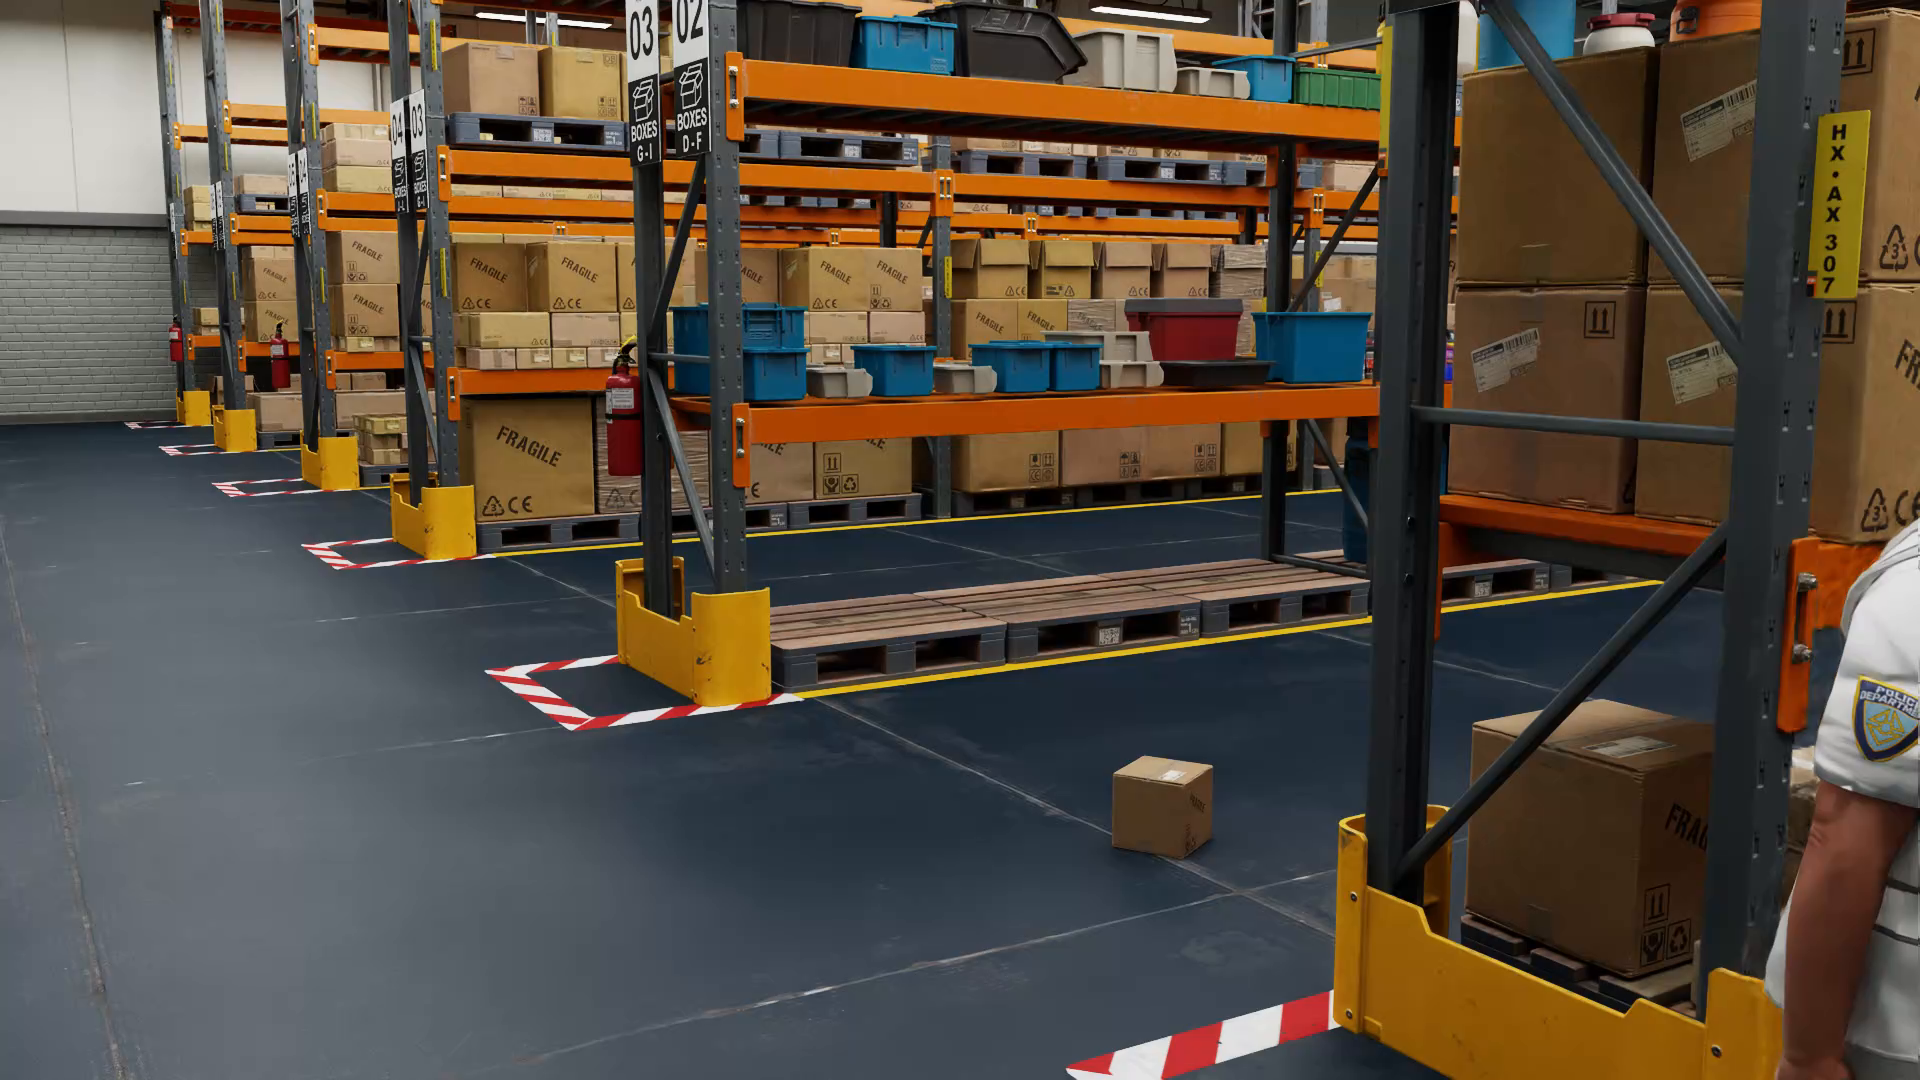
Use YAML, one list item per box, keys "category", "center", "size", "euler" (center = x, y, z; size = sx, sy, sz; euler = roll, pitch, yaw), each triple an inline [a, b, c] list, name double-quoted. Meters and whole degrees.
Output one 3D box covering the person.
- category: "person"
  center: [1.223, 0.628, 2.031]
  size: [0.604, 1.847, 0.547]
  euler: [7, 11, 40]
